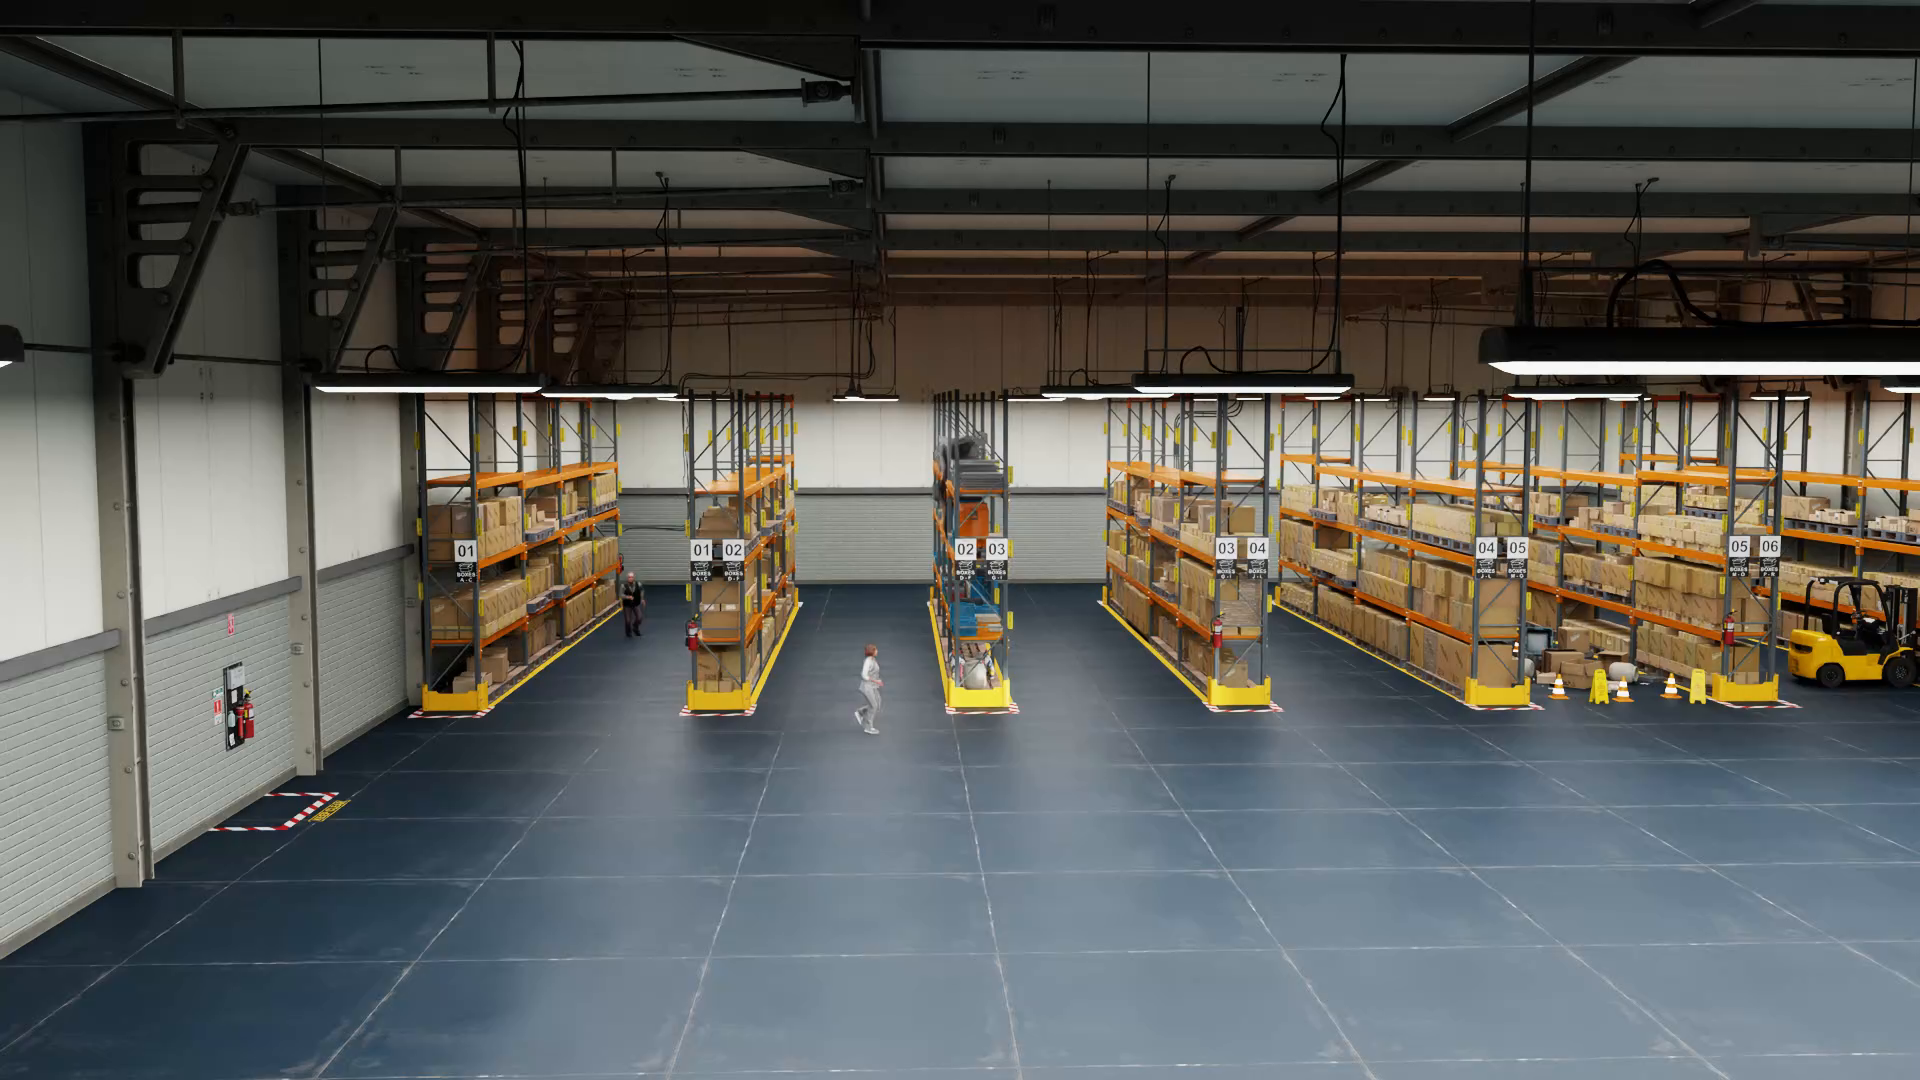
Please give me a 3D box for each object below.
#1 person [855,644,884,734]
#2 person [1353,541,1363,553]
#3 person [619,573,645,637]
[{"bbox_3d":[-1.587,2.638,28.933,0.583,1.481,0.525,1,5,14],"label":"person"},{"bbox_3d":[11.751,0.852,49.184,0.817,1.772,0.614,-1,5,-15],"label":"person"},{"bbox_3d":[-7.999,1.599,40.574,0.662,1.614,0.891,-2,5,-22],"label":"person"}]
